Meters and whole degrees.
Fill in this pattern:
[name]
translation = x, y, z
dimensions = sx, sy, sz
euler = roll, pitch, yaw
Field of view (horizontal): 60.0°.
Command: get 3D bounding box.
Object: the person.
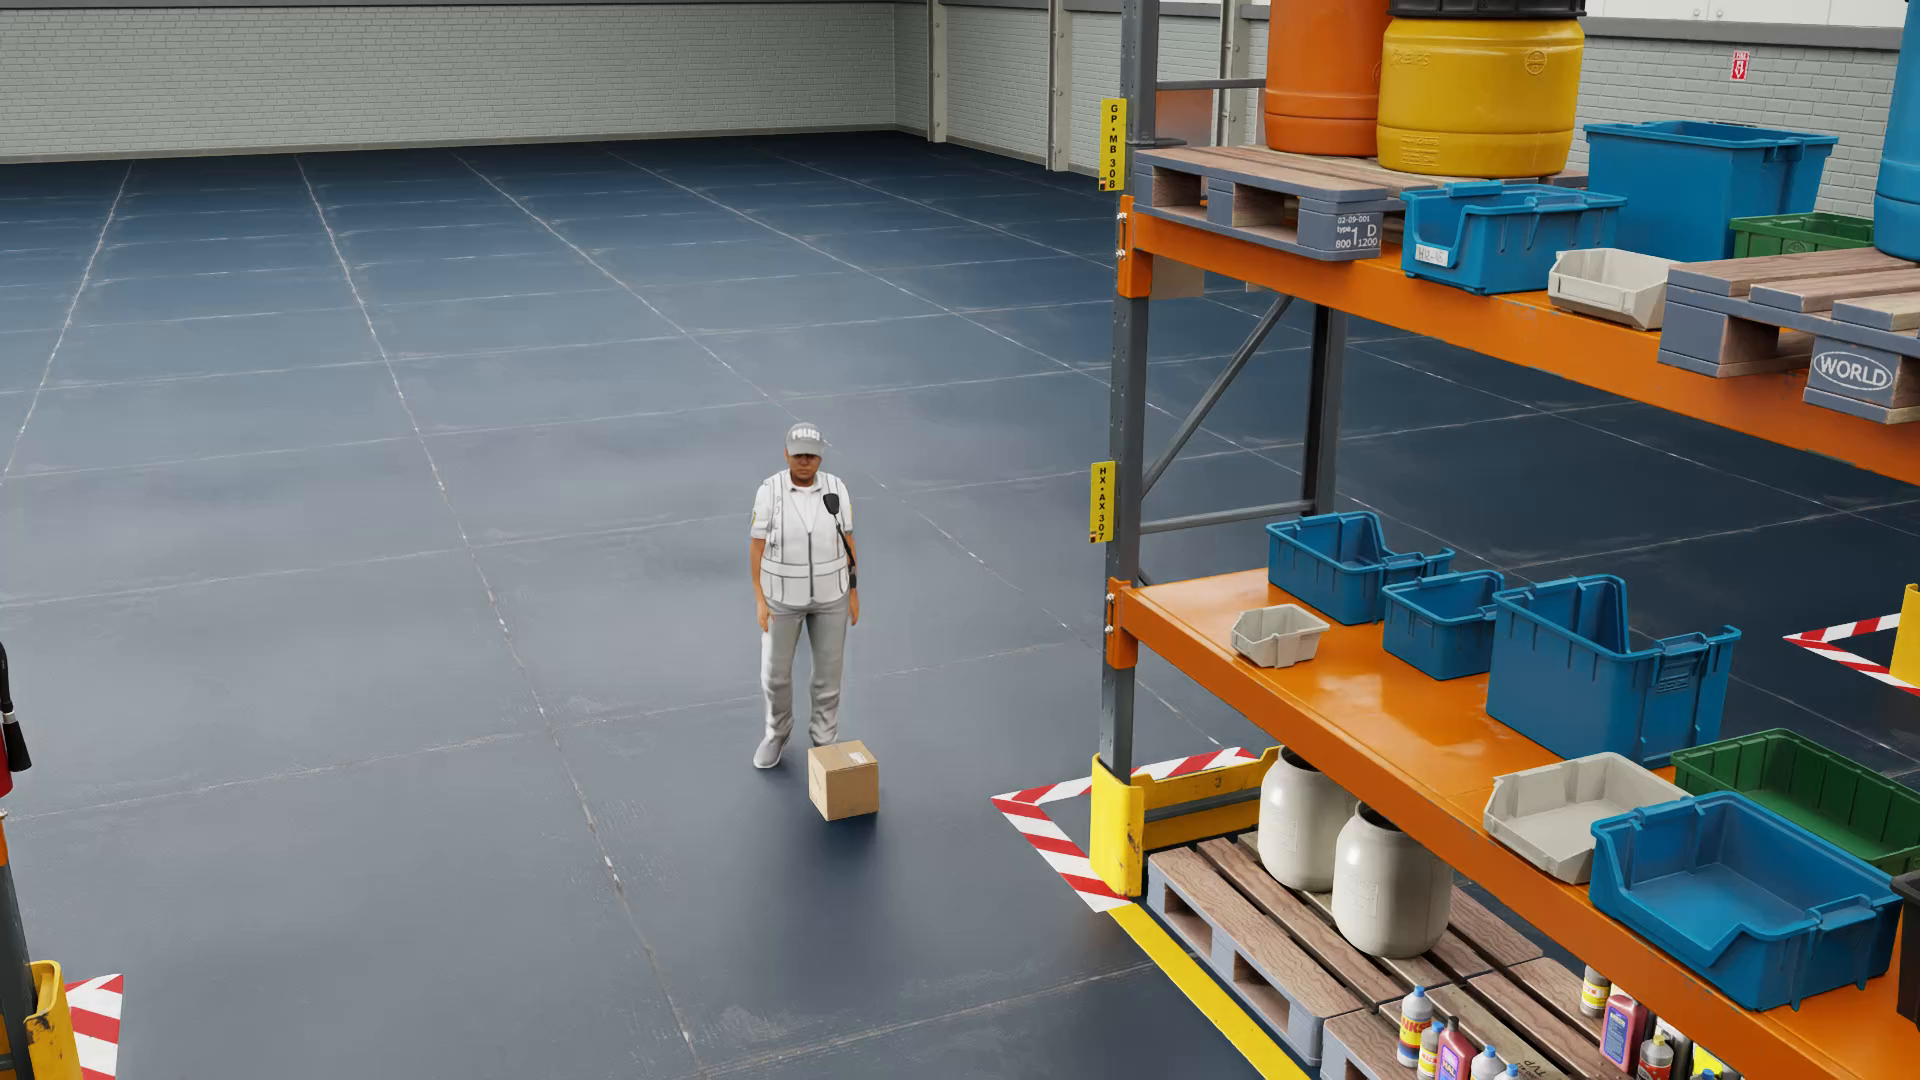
[person]
translation = -0.730, 0.270, 7.757
dimensions = 0.531, 1.674, 0.415
euler = -5, 20, -15
